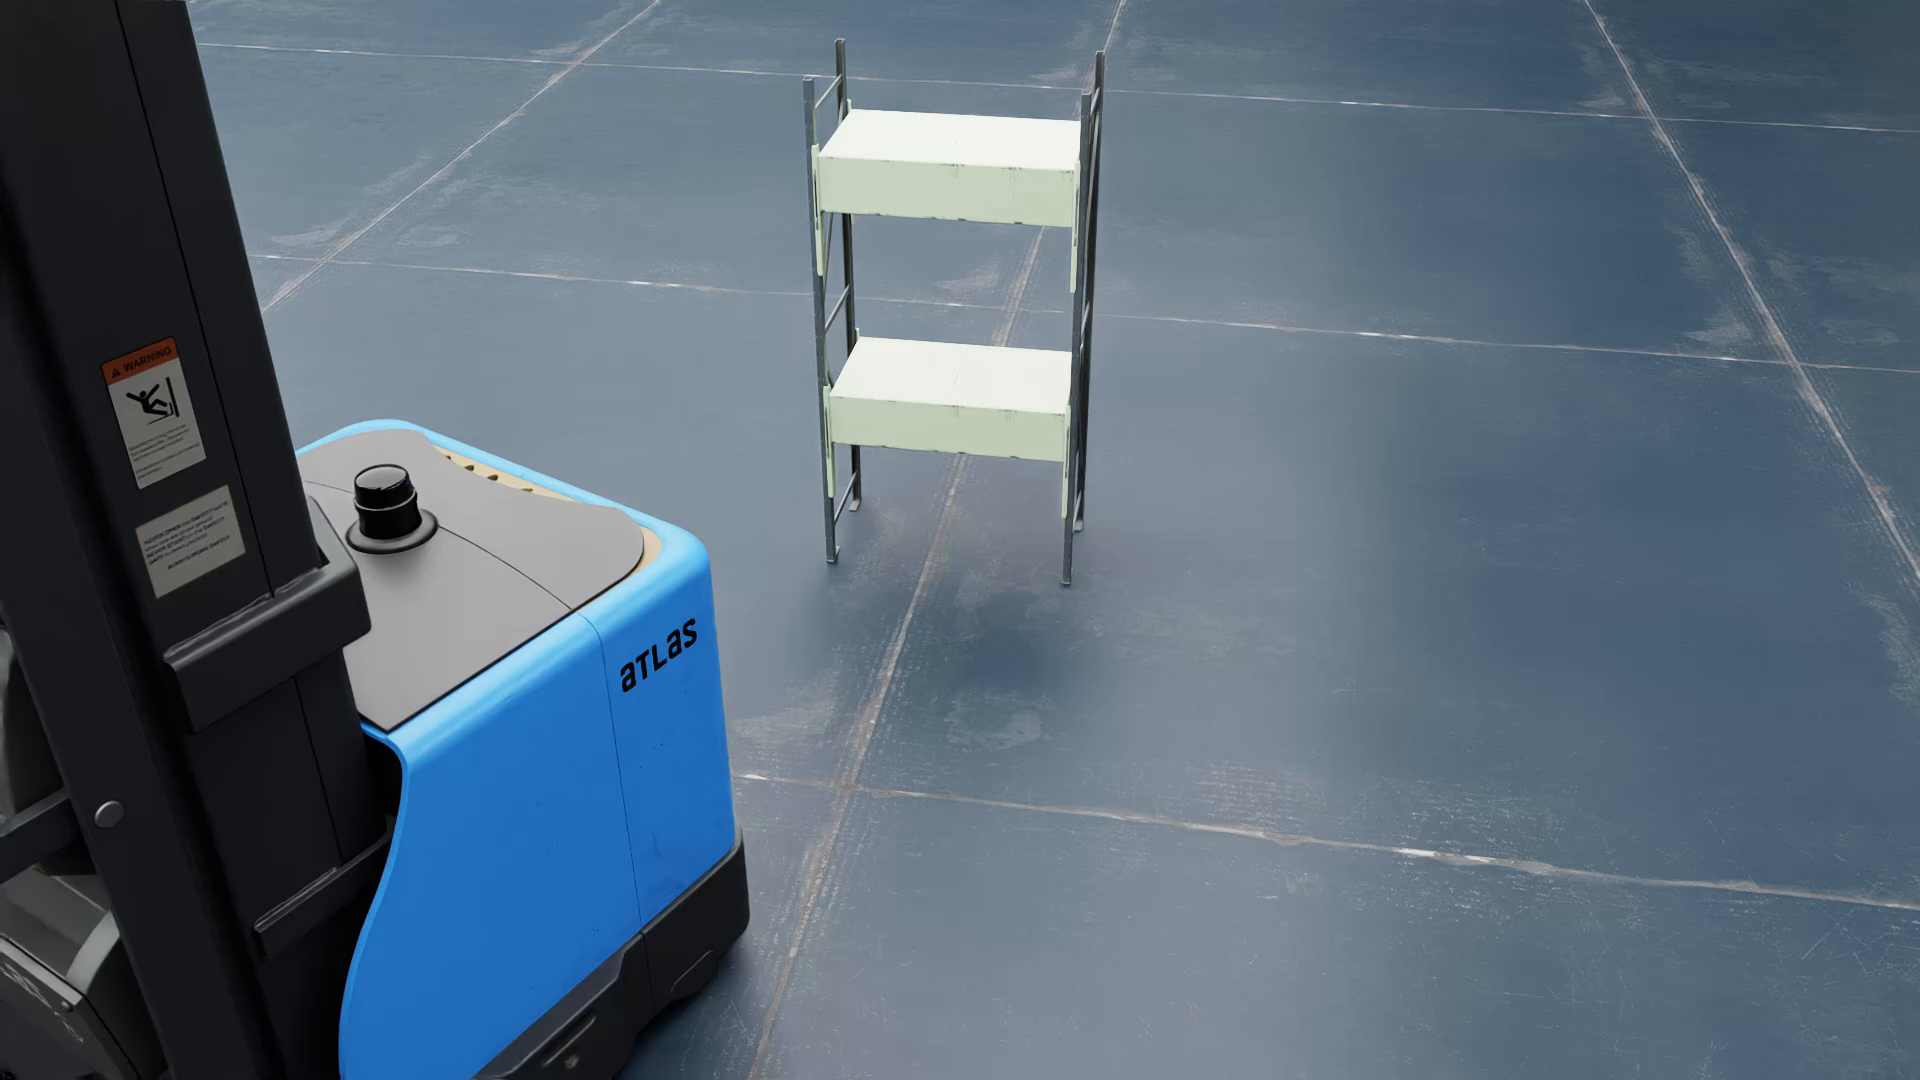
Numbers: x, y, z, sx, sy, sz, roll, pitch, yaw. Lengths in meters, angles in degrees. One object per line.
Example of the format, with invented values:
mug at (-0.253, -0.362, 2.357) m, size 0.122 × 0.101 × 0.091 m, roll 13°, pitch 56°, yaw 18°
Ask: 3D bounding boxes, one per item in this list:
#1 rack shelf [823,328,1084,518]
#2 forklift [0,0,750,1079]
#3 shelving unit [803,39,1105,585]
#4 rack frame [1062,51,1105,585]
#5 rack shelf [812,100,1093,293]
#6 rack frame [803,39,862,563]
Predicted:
rack shelf at (-0.007, -0.360, 5.026) m, size 0.720 × 0.370 × 0.431 m, roll 5°, pitch 32°, yaw 8°
forklift at (-1.712, 0.169, 2.217) m, size 1.130 × 2.935 × 3.031 m, roll 20°, pitch 37°, yaw 28°
shelving unit at (-0.007, -0.636, 4.853) m, size 0.755 × 1.500 × 0.431 m, roll 5°, pitch 32°, yaw 8°
rack frame at (0.354, -0.604, 4.801) m, size 0.023 × 1.500 × 0.400 m, roll 5°, pitch 32°, yaw 8°
rack shelf at (-0.007, -0.967, 4.646) m, size 0.720 × 0.370 × 0.431 m, roll 5°, pitch 32°, yaw 8°
rack frame at (-0.367, -0.669, 4.905) m, size 0.023 × 1.500 × 0.400 m, roll 5°, pitch 32°, yaw 8°
